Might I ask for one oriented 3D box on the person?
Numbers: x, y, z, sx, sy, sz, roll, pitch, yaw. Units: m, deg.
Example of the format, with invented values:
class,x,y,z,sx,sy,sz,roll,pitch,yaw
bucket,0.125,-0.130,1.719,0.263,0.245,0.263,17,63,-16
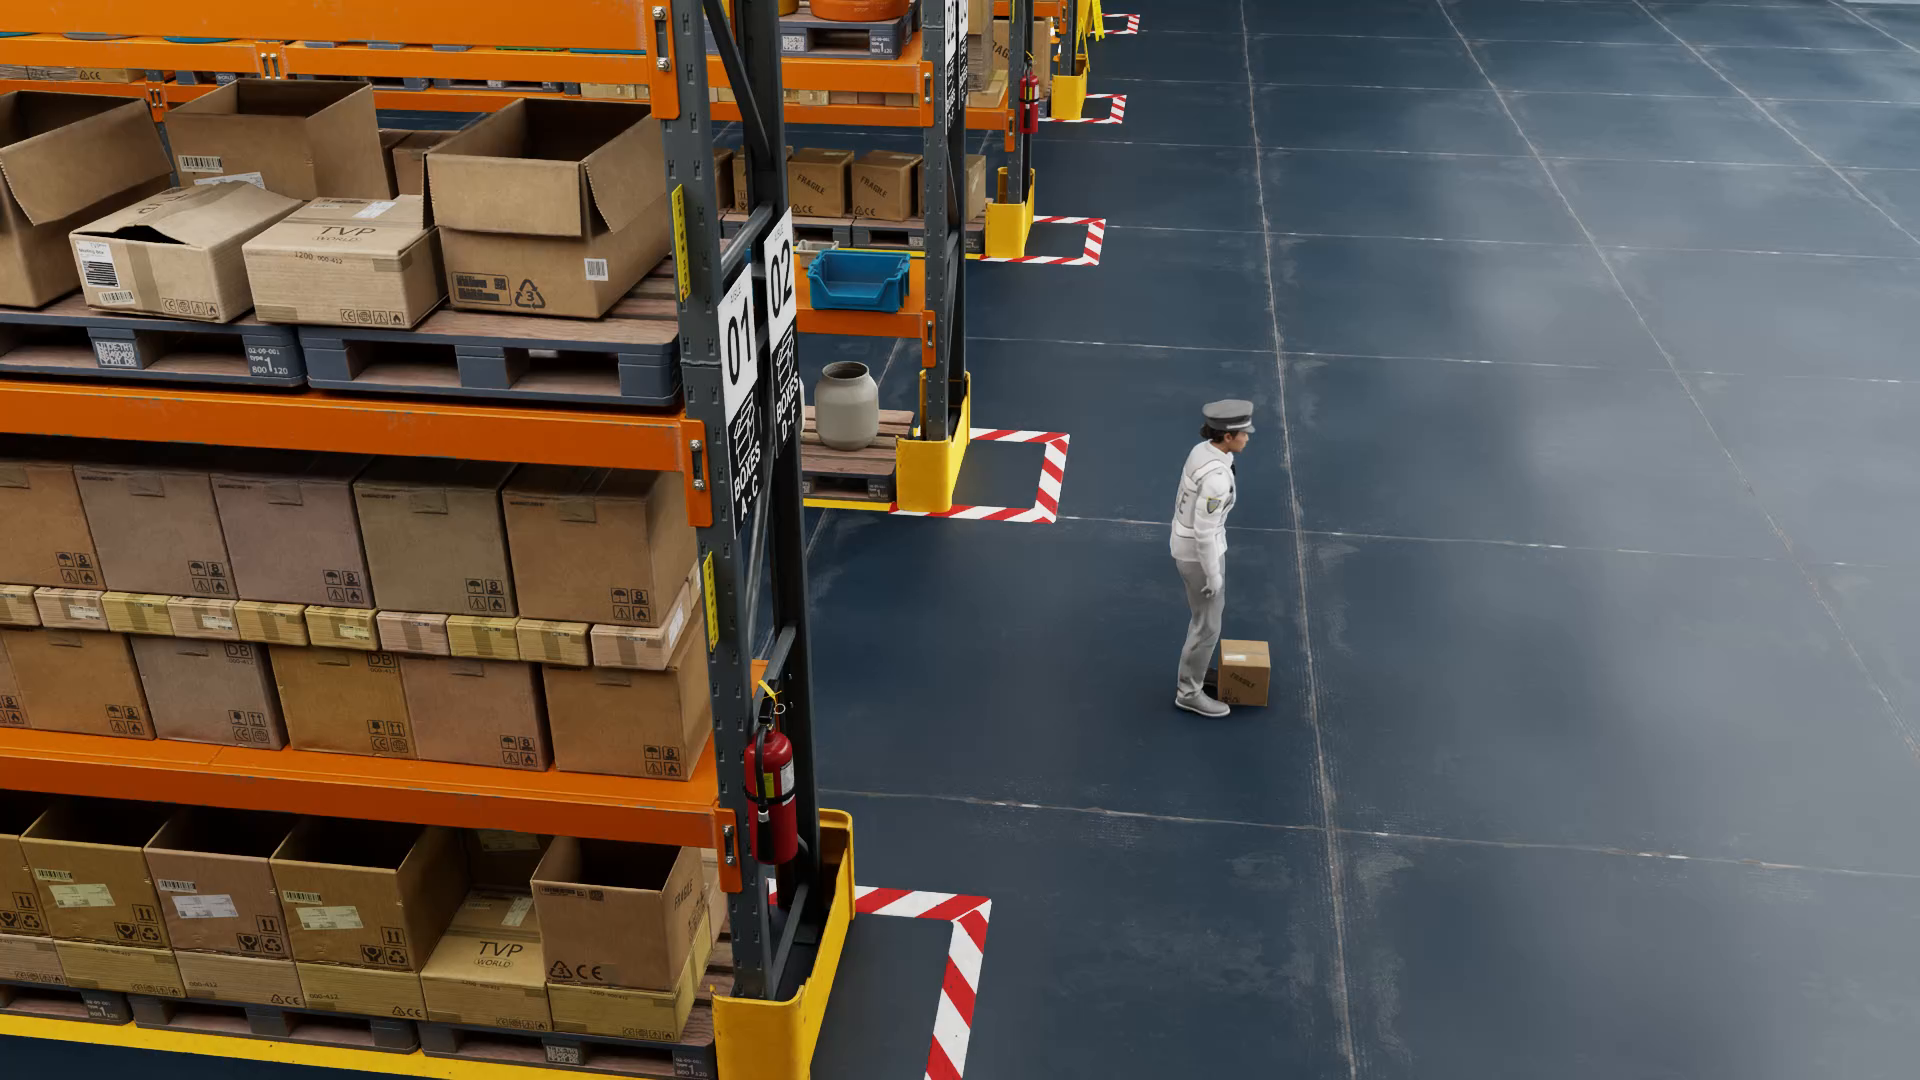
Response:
class,x,y,z,sx,sy,sz,roll,pitch,yaw
person,1.278,0.073,8.487,0.414,1.662,0.529,2,29,4
